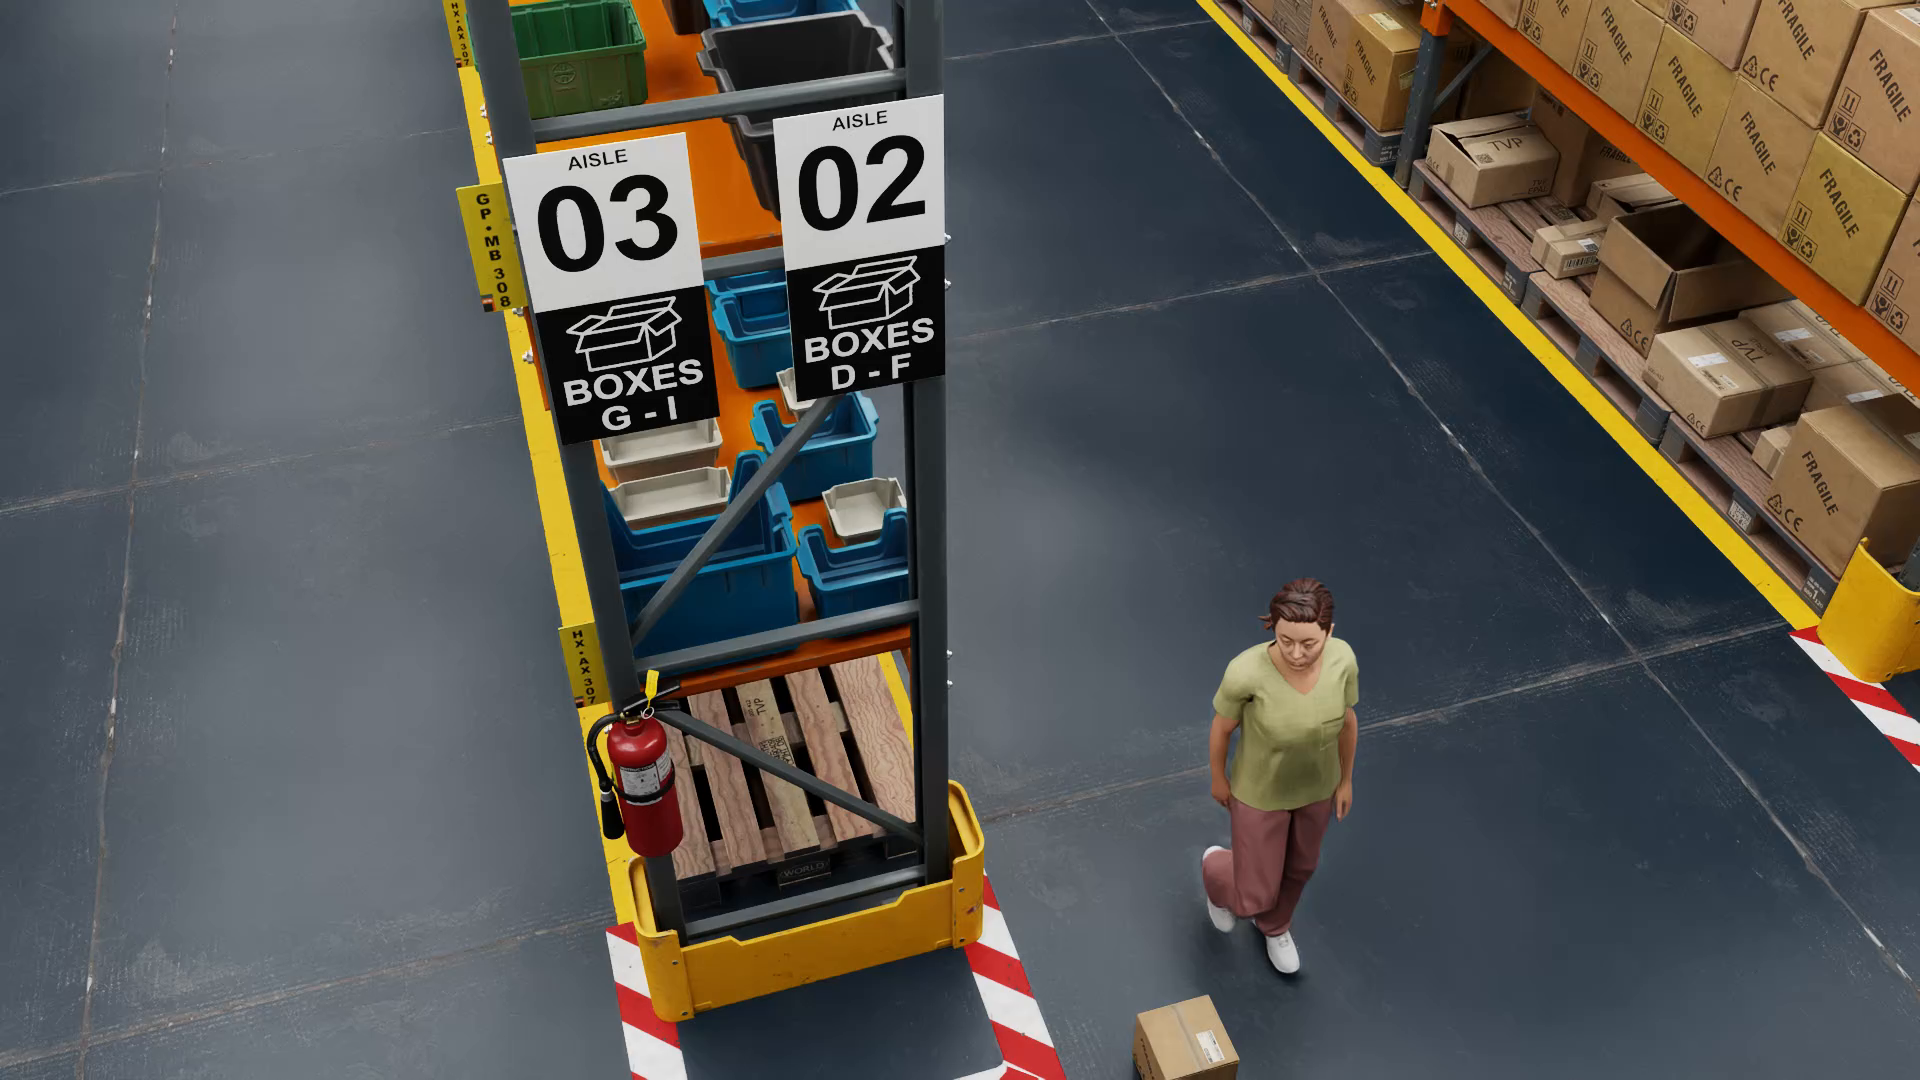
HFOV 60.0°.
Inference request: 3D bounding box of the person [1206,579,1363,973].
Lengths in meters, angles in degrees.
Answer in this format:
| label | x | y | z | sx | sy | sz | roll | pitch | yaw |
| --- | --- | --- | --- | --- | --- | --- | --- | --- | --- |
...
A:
| label | x | y | z | sx | sy | sz | roll | pitch | yaw |
| --- | --- | --- | --- | --- | --- | --- | --- | --- | --- |
| person | 1.028 | 0.809 | 5.259 | 0.455 | 1.650 | 0.460 | -11 | 43 | -11 |
